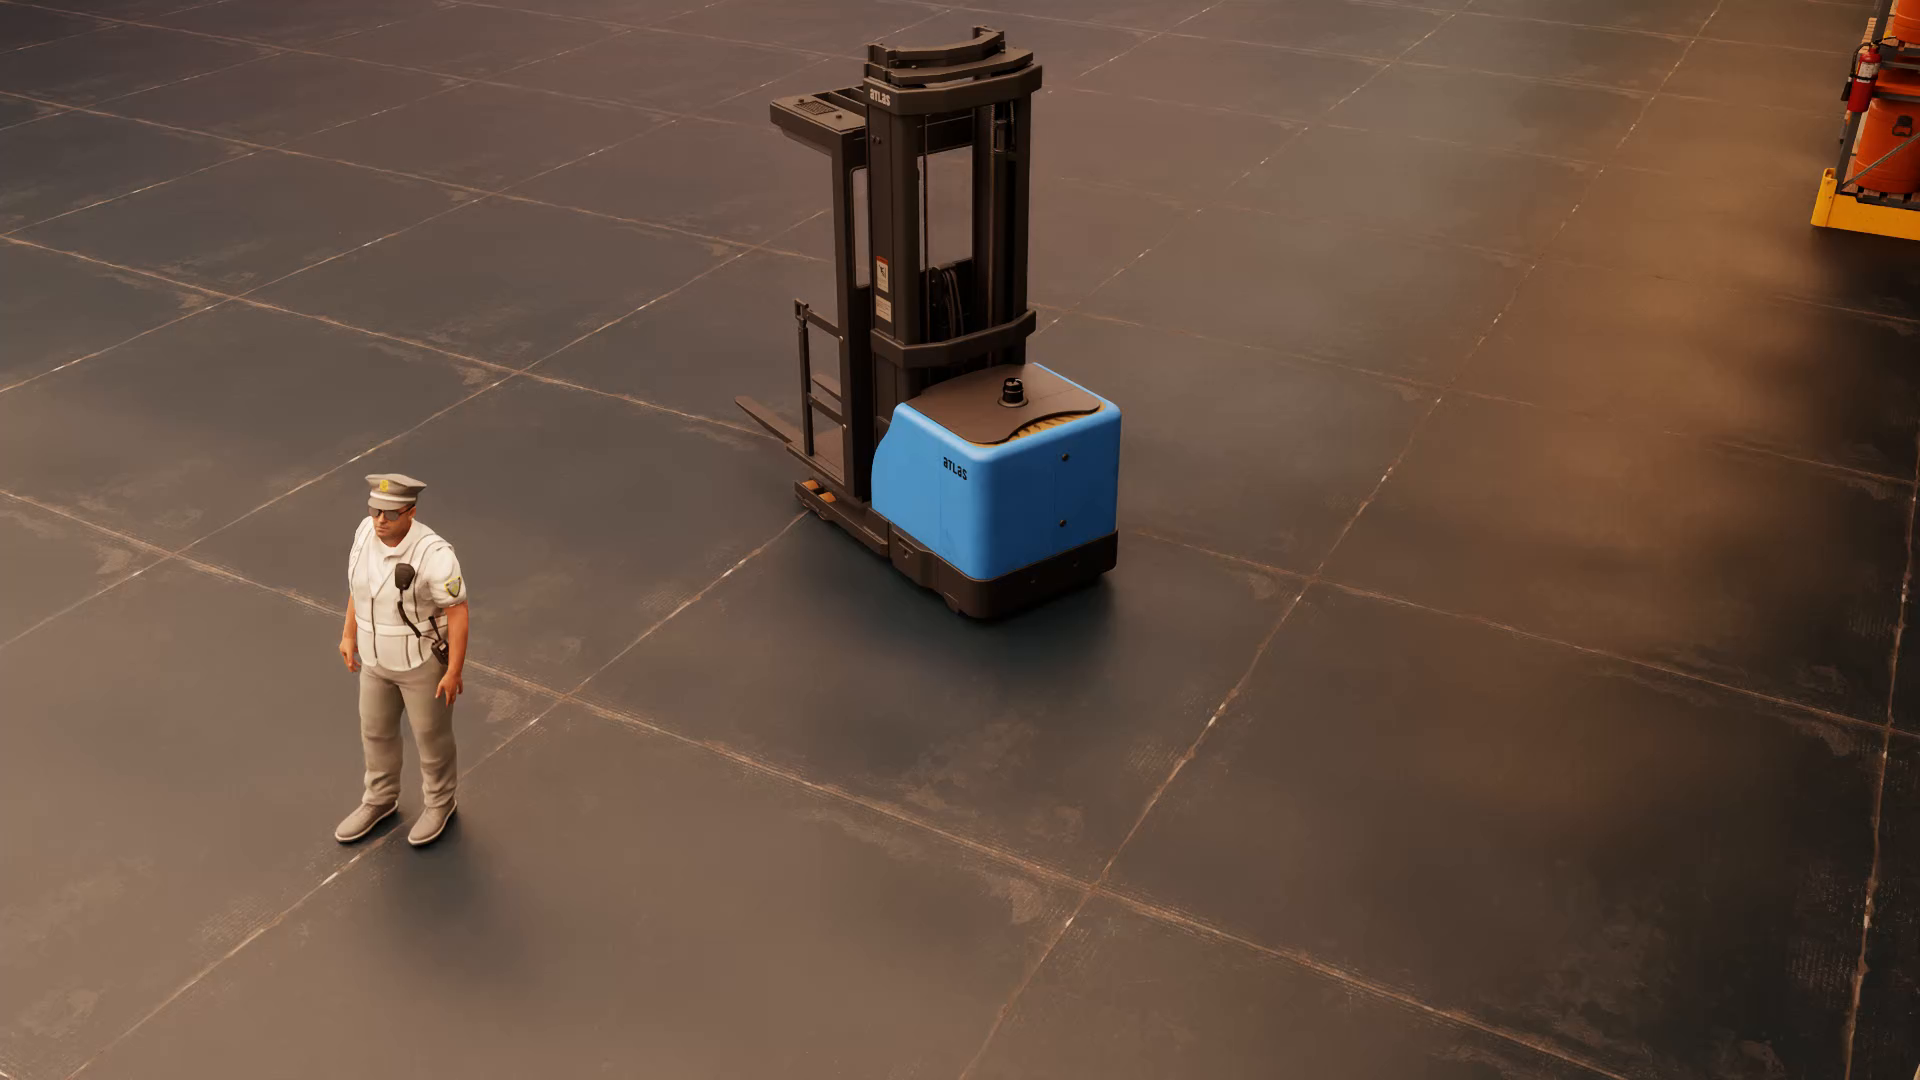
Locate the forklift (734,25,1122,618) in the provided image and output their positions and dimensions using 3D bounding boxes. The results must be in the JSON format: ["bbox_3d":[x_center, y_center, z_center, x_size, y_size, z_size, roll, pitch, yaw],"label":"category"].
[{"bbox_3d":[-0.367,-1.522,9.707,1.130,2.935,3.031,-20,36,-31],"label":"forklift"}]

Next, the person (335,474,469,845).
[{"bbox_3d":[-2.479,0.533,7.282,0.640,1.781,0.576,12,32,20],"label":"person"}]
